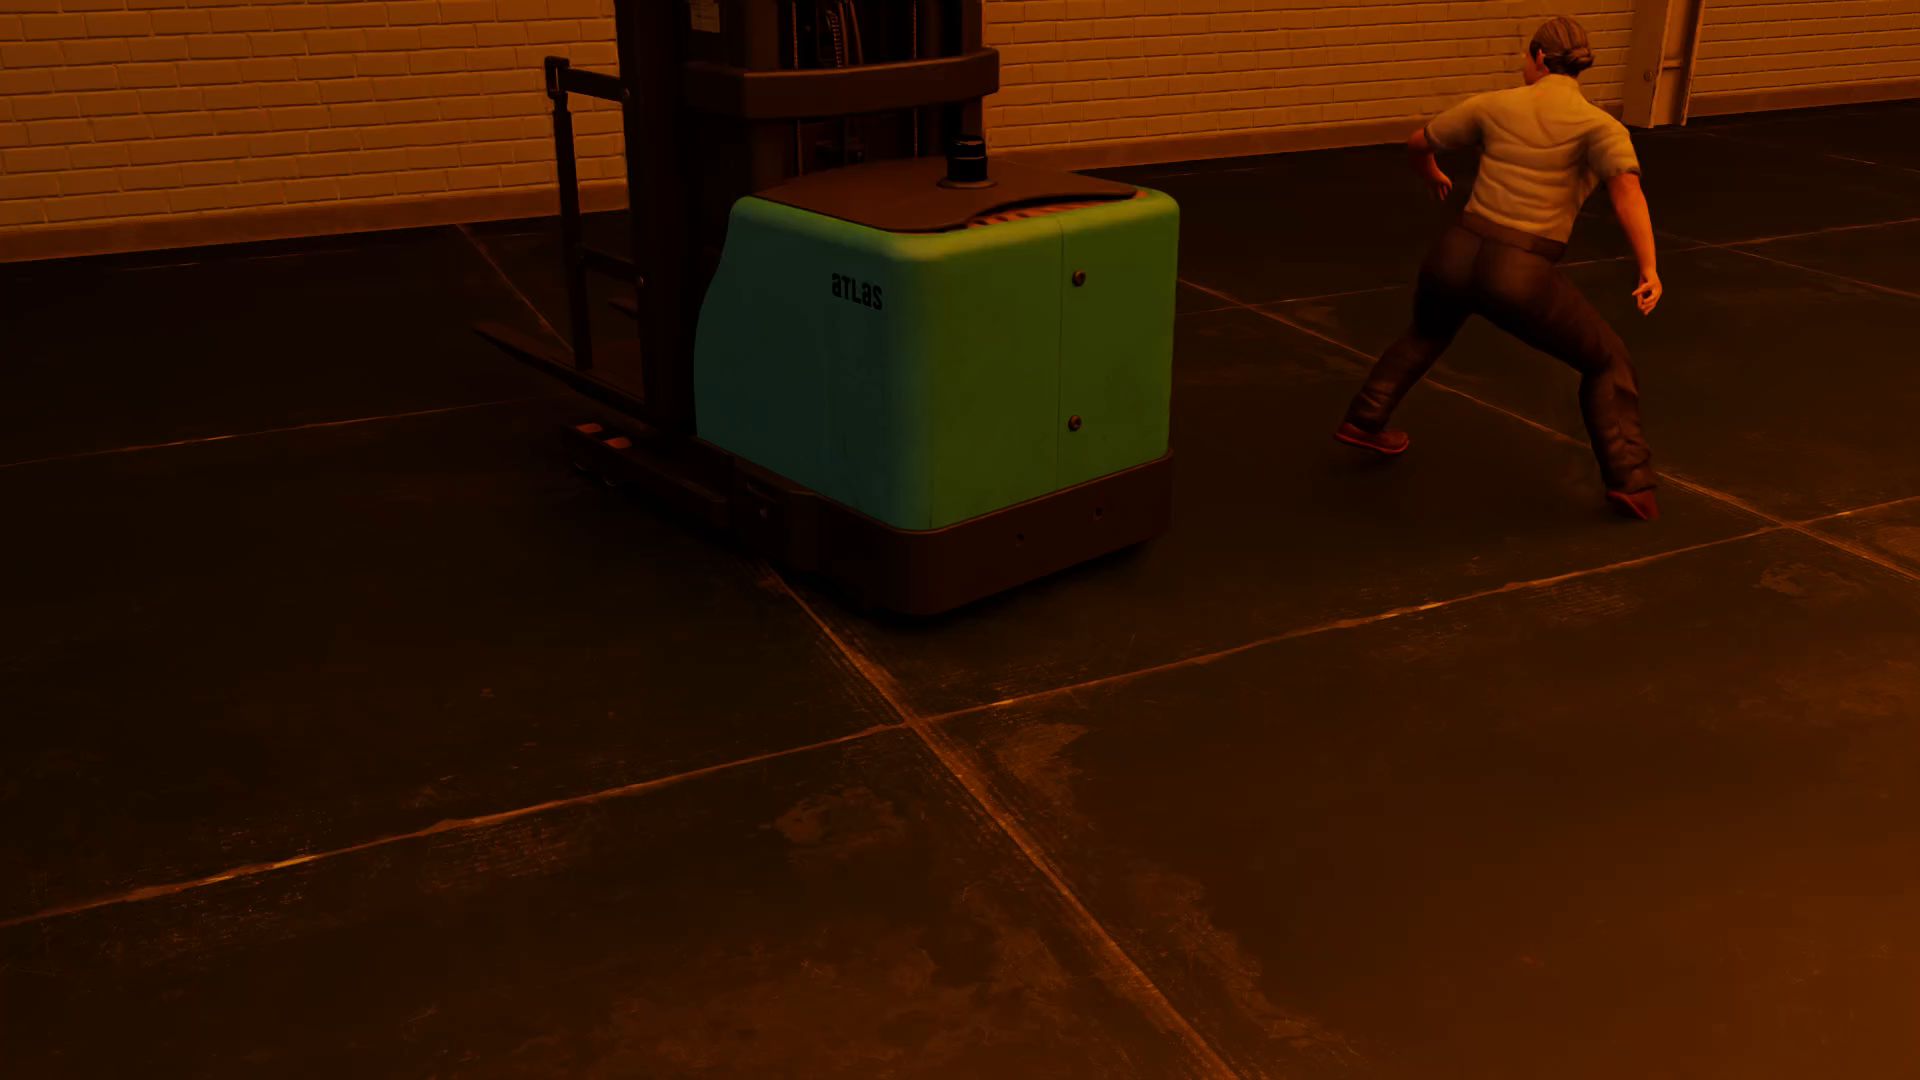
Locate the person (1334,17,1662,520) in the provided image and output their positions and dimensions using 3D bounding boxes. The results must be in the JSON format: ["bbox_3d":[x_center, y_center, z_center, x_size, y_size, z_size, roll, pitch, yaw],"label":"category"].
[{"bbox_3d":[1.790,-0.800,5.255,0.528,1.610,1.028,-20,30,-40],"label":"person"}]

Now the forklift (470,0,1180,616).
[{"bbox_3d":[-0.704,-1.640,5.234,1.130,2.935,3.031,-18,29,-37],"label":"forklift"}]
